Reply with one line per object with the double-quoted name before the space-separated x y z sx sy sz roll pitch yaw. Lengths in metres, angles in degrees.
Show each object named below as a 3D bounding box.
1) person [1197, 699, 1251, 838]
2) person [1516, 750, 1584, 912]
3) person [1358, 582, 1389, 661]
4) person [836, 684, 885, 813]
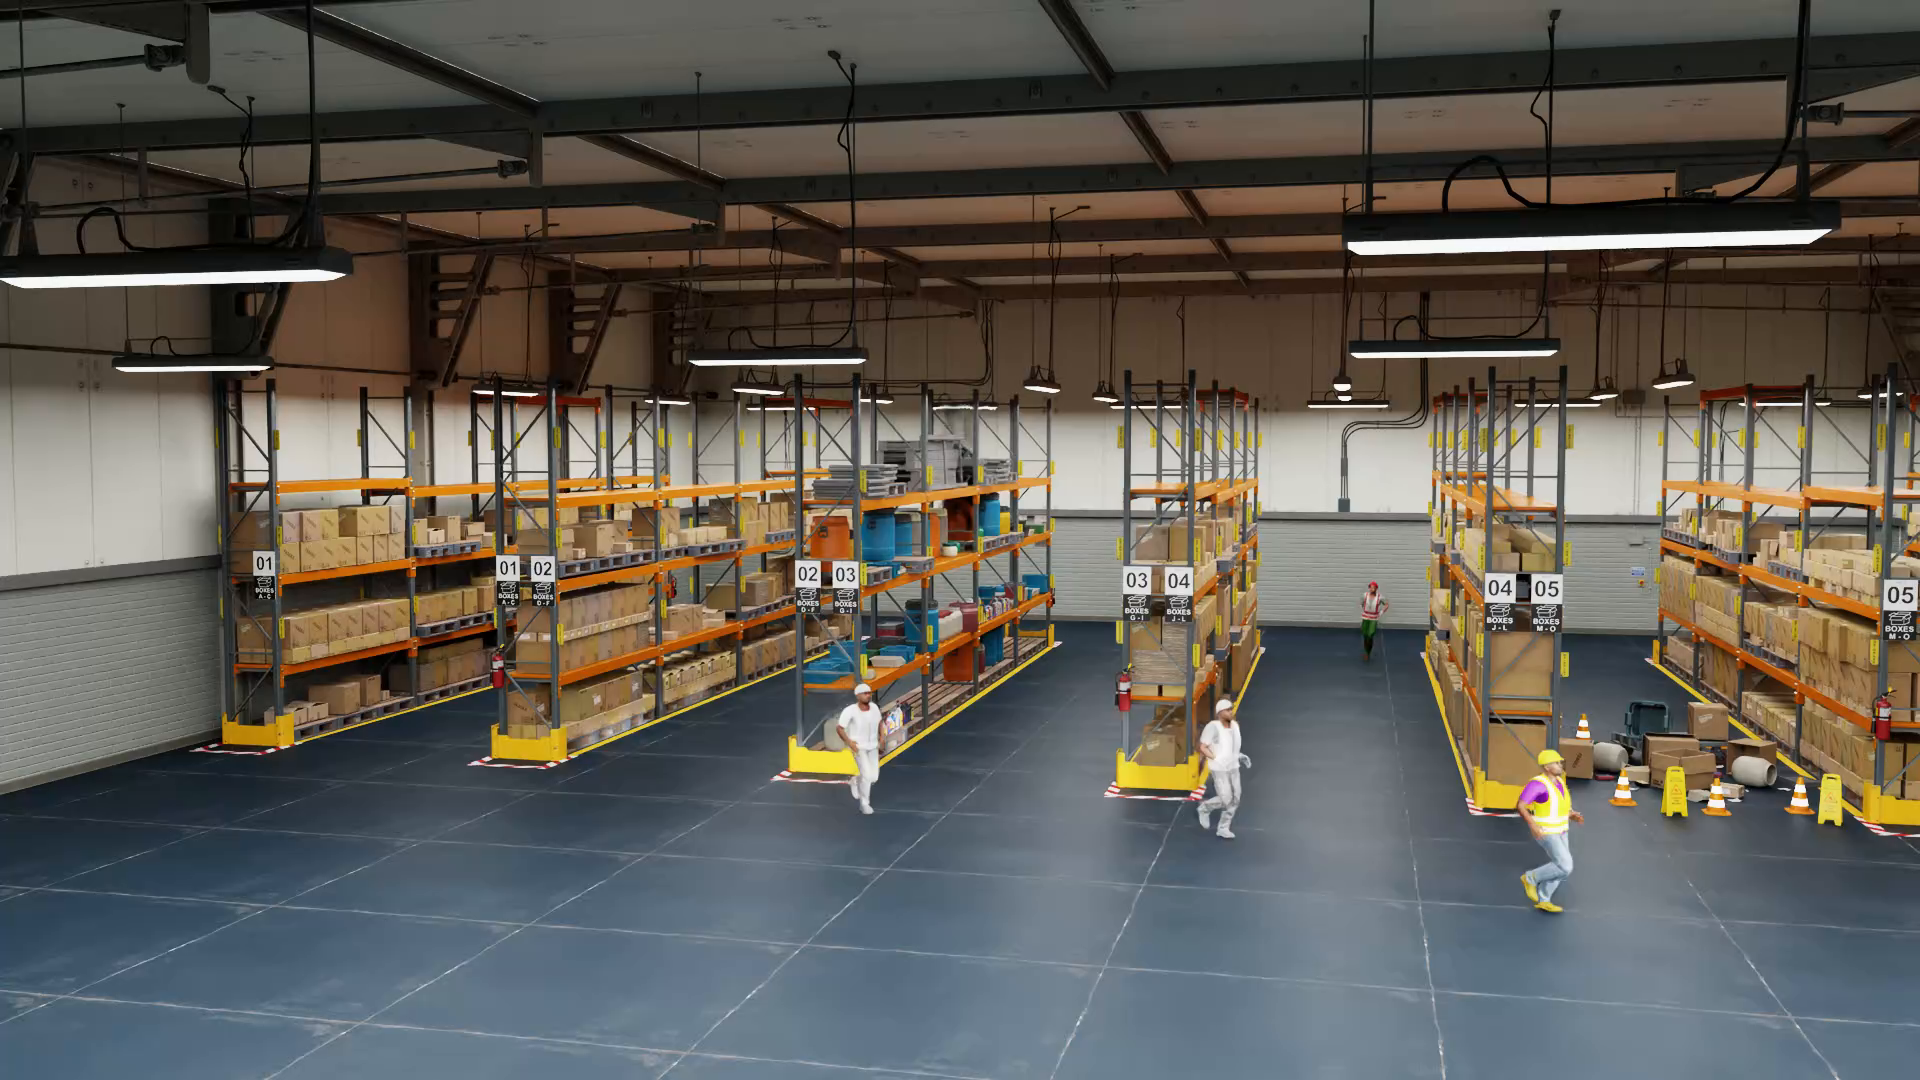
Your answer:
"person" 3.304 2.872 20.983 0.668 1.737 0.590 -3 4 -39
"person" 6.278 3.083 17.602 0.698 1.720 0.576 -3 5 -43
"person" 9.369 1.856 37.857 0.654 1.825 0.732 2 4 34
"person" -1.345 2.793 22.509 0.727 1.727 0.666 -3 4 -39
